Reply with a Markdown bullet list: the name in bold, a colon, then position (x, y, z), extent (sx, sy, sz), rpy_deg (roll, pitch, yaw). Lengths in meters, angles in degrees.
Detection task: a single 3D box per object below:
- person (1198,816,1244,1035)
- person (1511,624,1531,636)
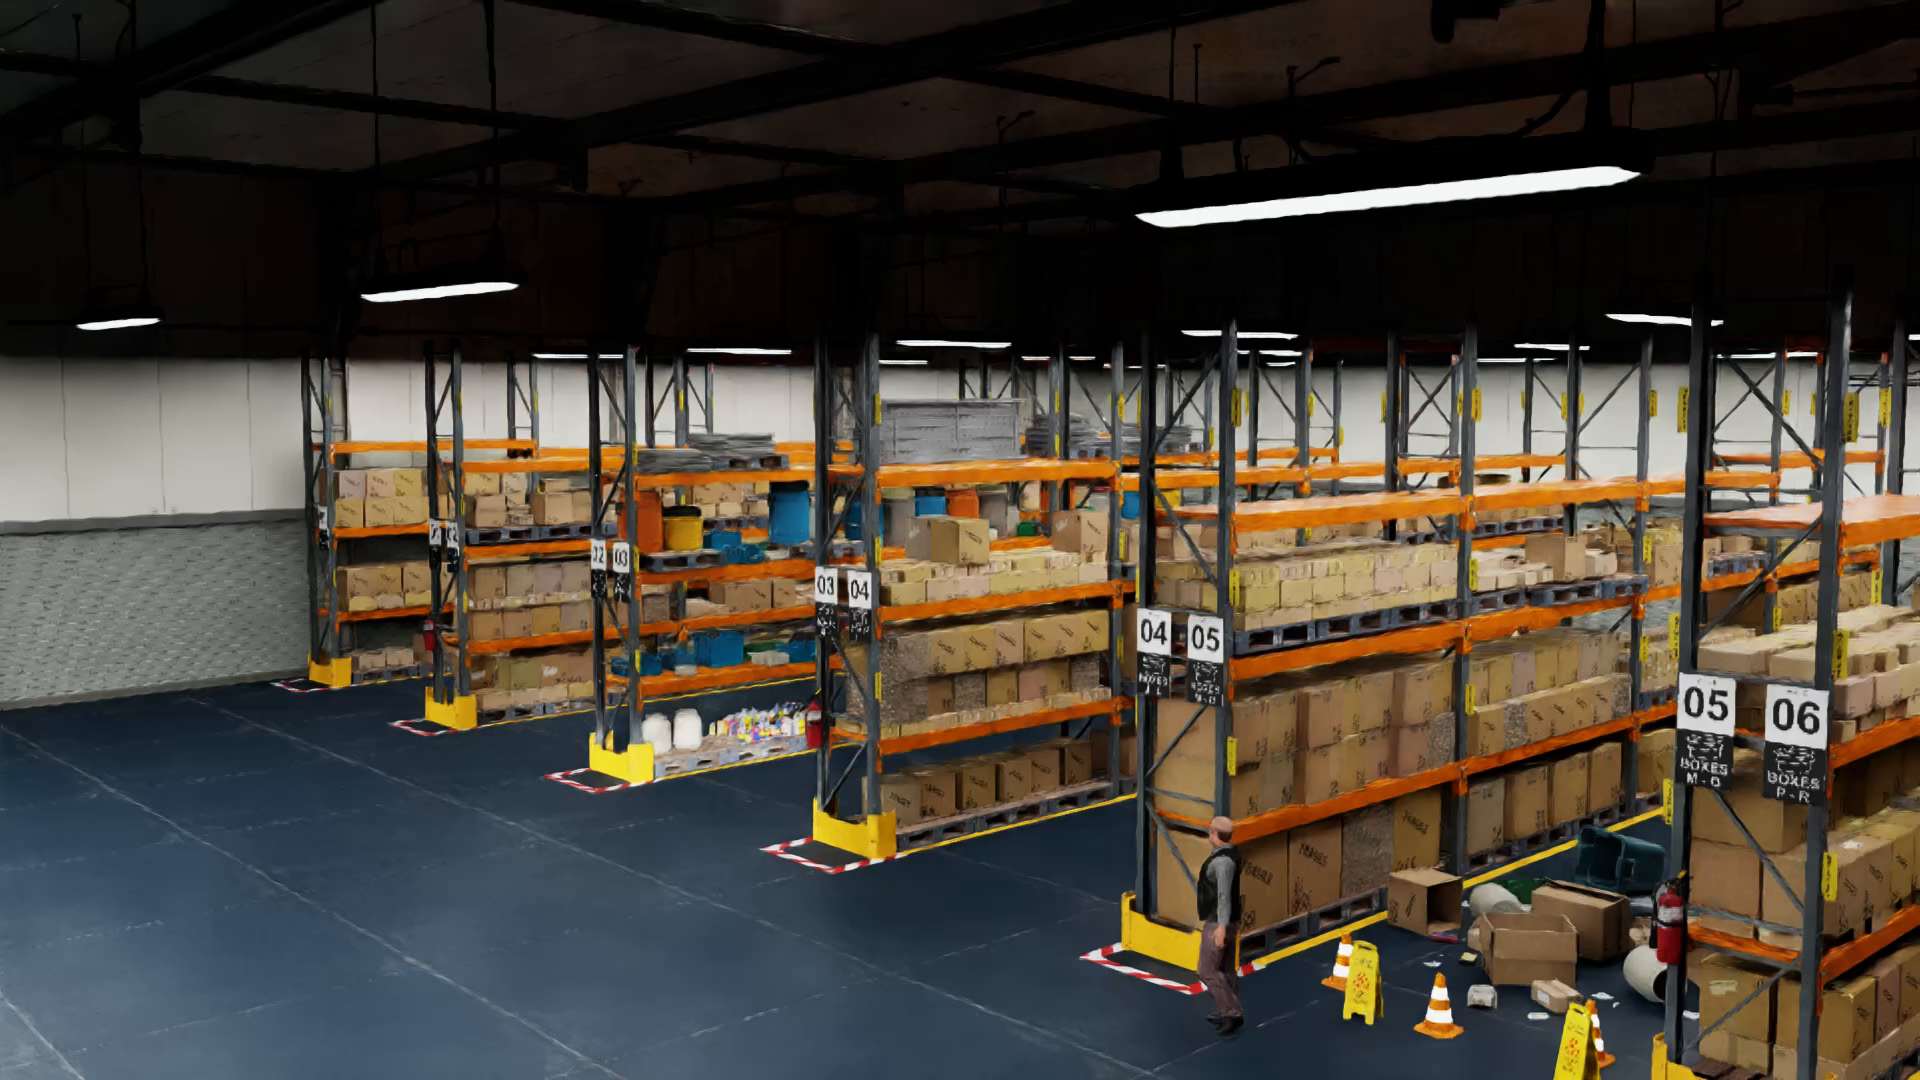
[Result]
- **person**: position (2.131, 3.114, 13.525), extent (0.394, 1.708, 0.643), rpy_deg (1, 5, 16)
- **person**: position (8.851, 2.018, 26.078), extent (1.042, 1.716, 0.591), rpy_deg (-5, 7, -44)
